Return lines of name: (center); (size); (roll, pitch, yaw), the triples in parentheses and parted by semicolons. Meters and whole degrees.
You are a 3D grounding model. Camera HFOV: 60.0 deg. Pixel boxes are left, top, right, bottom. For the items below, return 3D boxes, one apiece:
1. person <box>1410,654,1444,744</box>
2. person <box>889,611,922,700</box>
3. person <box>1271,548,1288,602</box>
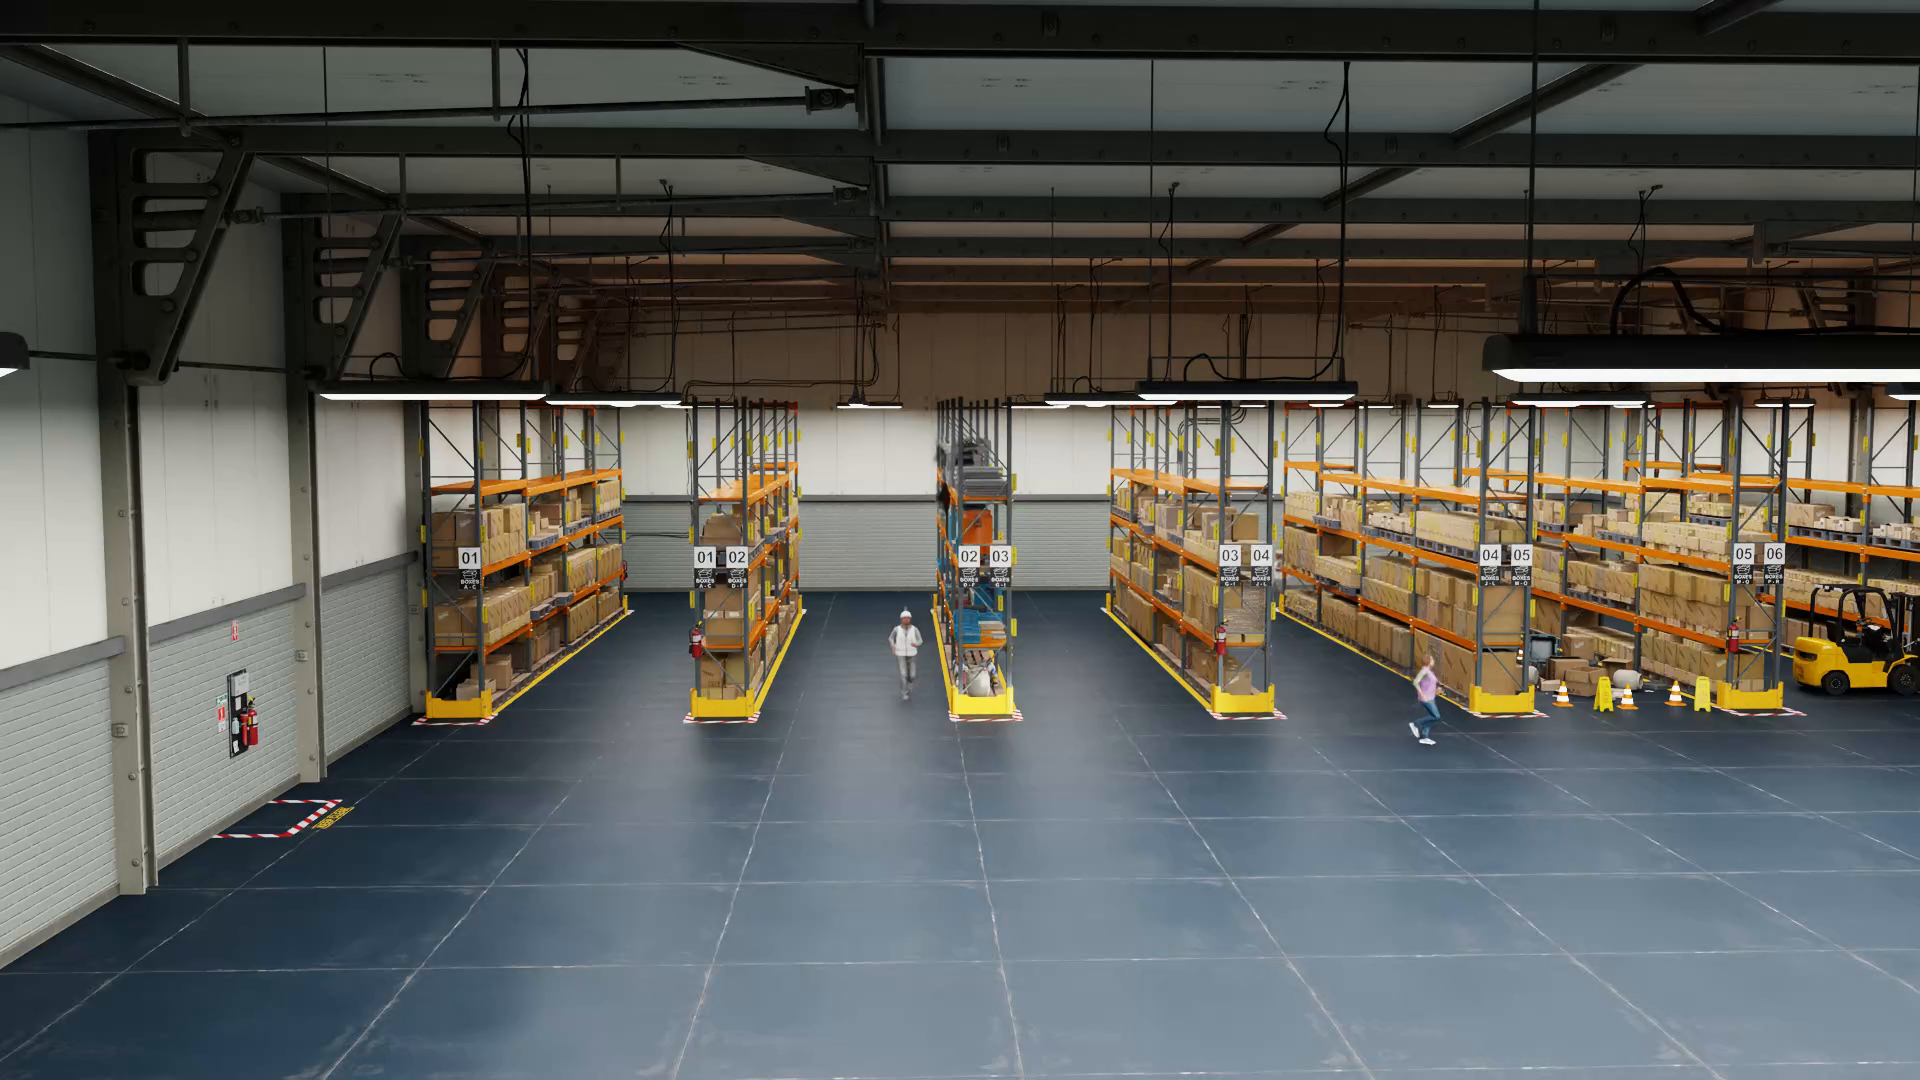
person: (8.041, 2.738, 28.612); (0.544, 1.554, 0.545); (2, 5, 27)
person: (-1.082, 2.289, 33.183); (0.669, 1.744, 0.860); (0, 4, -6)
person: (9.490, 1.100, 49.039); (0.728, 1.743, 0.849); (0, 4, -3)
